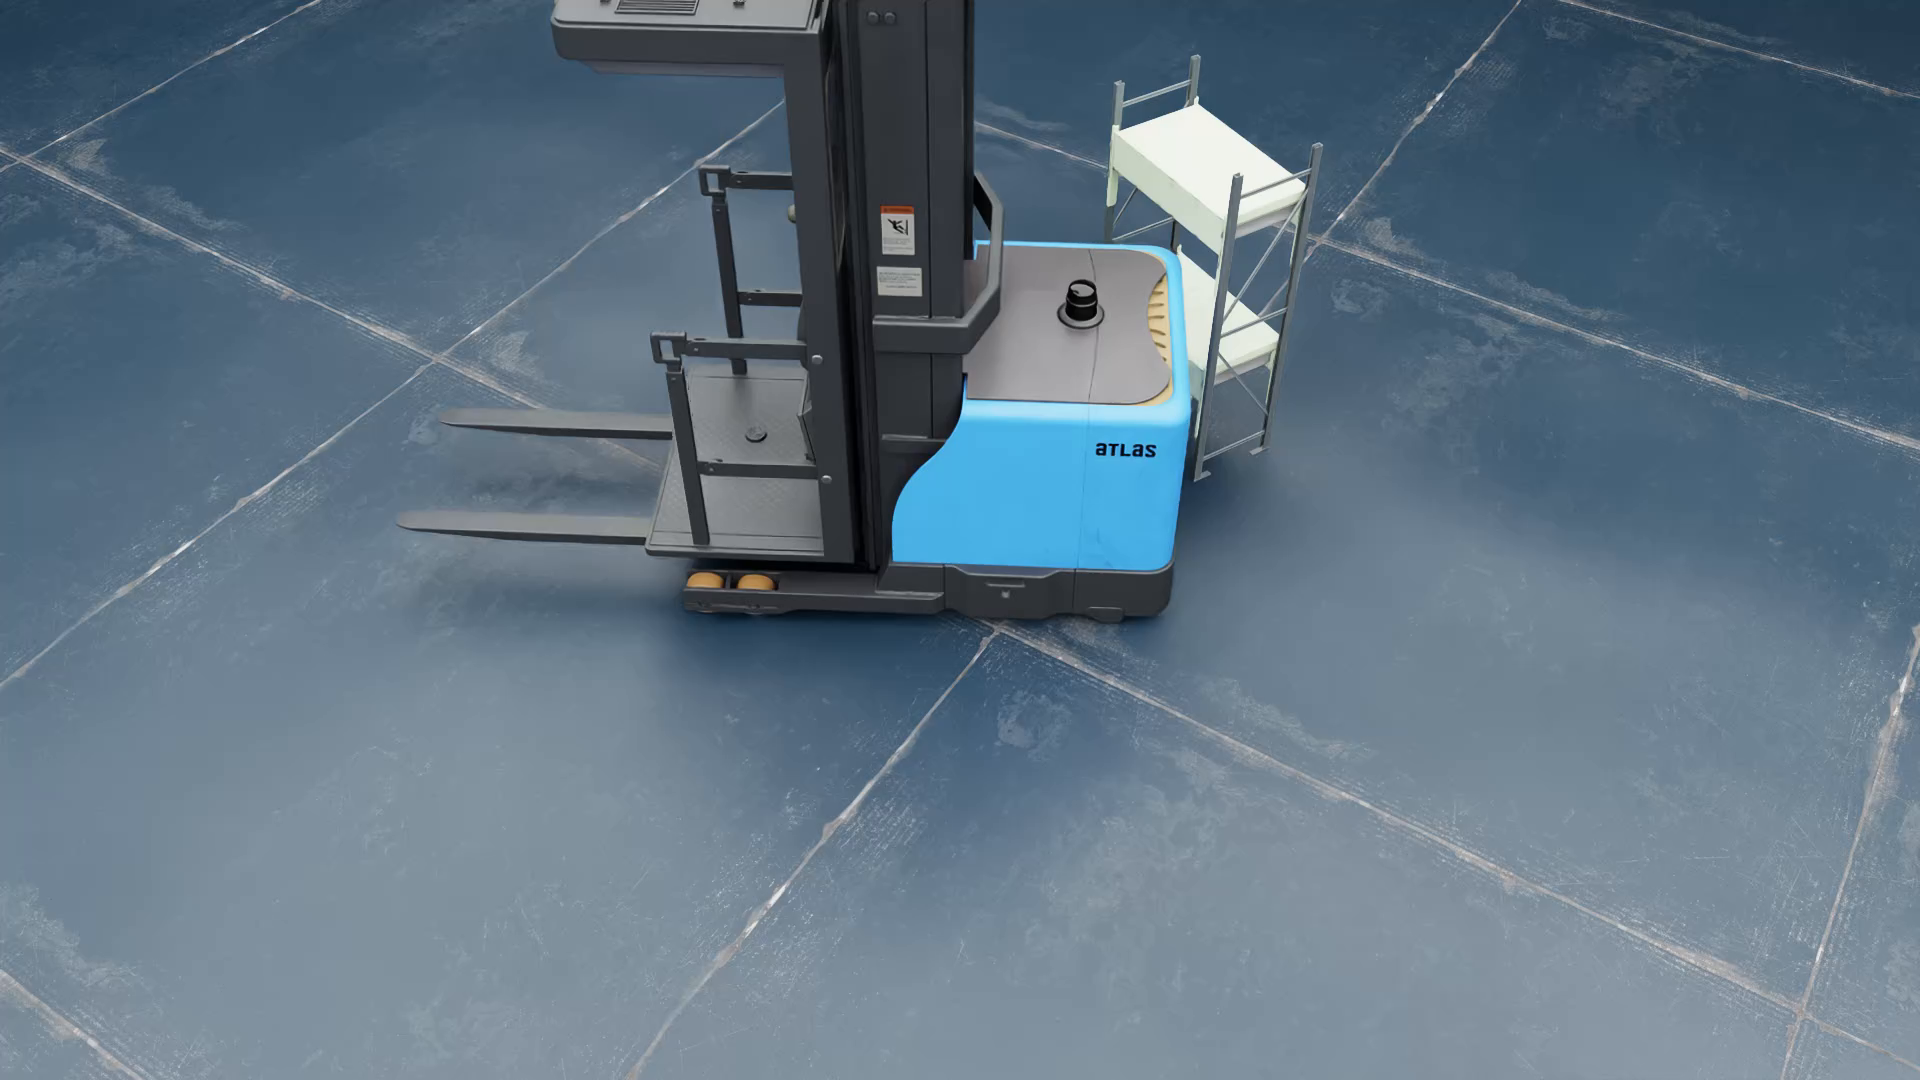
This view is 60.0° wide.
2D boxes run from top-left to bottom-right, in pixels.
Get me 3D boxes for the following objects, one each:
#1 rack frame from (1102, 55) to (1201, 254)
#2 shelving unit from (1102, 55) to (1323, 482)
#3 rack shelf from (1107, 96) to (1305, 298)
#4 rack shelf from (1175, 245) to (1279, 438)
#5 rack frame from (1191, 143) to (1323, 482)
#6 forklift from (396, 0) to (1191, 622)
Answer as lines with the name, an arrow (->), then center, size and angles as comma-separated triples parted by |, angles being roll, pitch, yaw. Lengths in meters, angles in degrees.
rack frame -> 0.765, -1.294, 6.962 | 0.400, 1.500, 0.023 | -24, 50, -21
shelving unit -> 0.956, -1.070, 6.744 | 0.431, 1.500, 0.755 | -24, 50, -21
rack shelf -> 0.956, -1.342, 6.464 | 0.431, 0.370, 0.720 | -24, 50, -21
rack shelf -> 0.956, -0.843, 6.978 | 0.431, 0.370, 0.720 | -24, 50, -21
rack frame -> 1.147, -0.847, 6.527 | 0.400, 1.500, 0.023 | -24, 50, -21
forklift -> -0.678, -1.108, 5.783 | 3.031, 2.935, 1.130 | 2, 46, 2
